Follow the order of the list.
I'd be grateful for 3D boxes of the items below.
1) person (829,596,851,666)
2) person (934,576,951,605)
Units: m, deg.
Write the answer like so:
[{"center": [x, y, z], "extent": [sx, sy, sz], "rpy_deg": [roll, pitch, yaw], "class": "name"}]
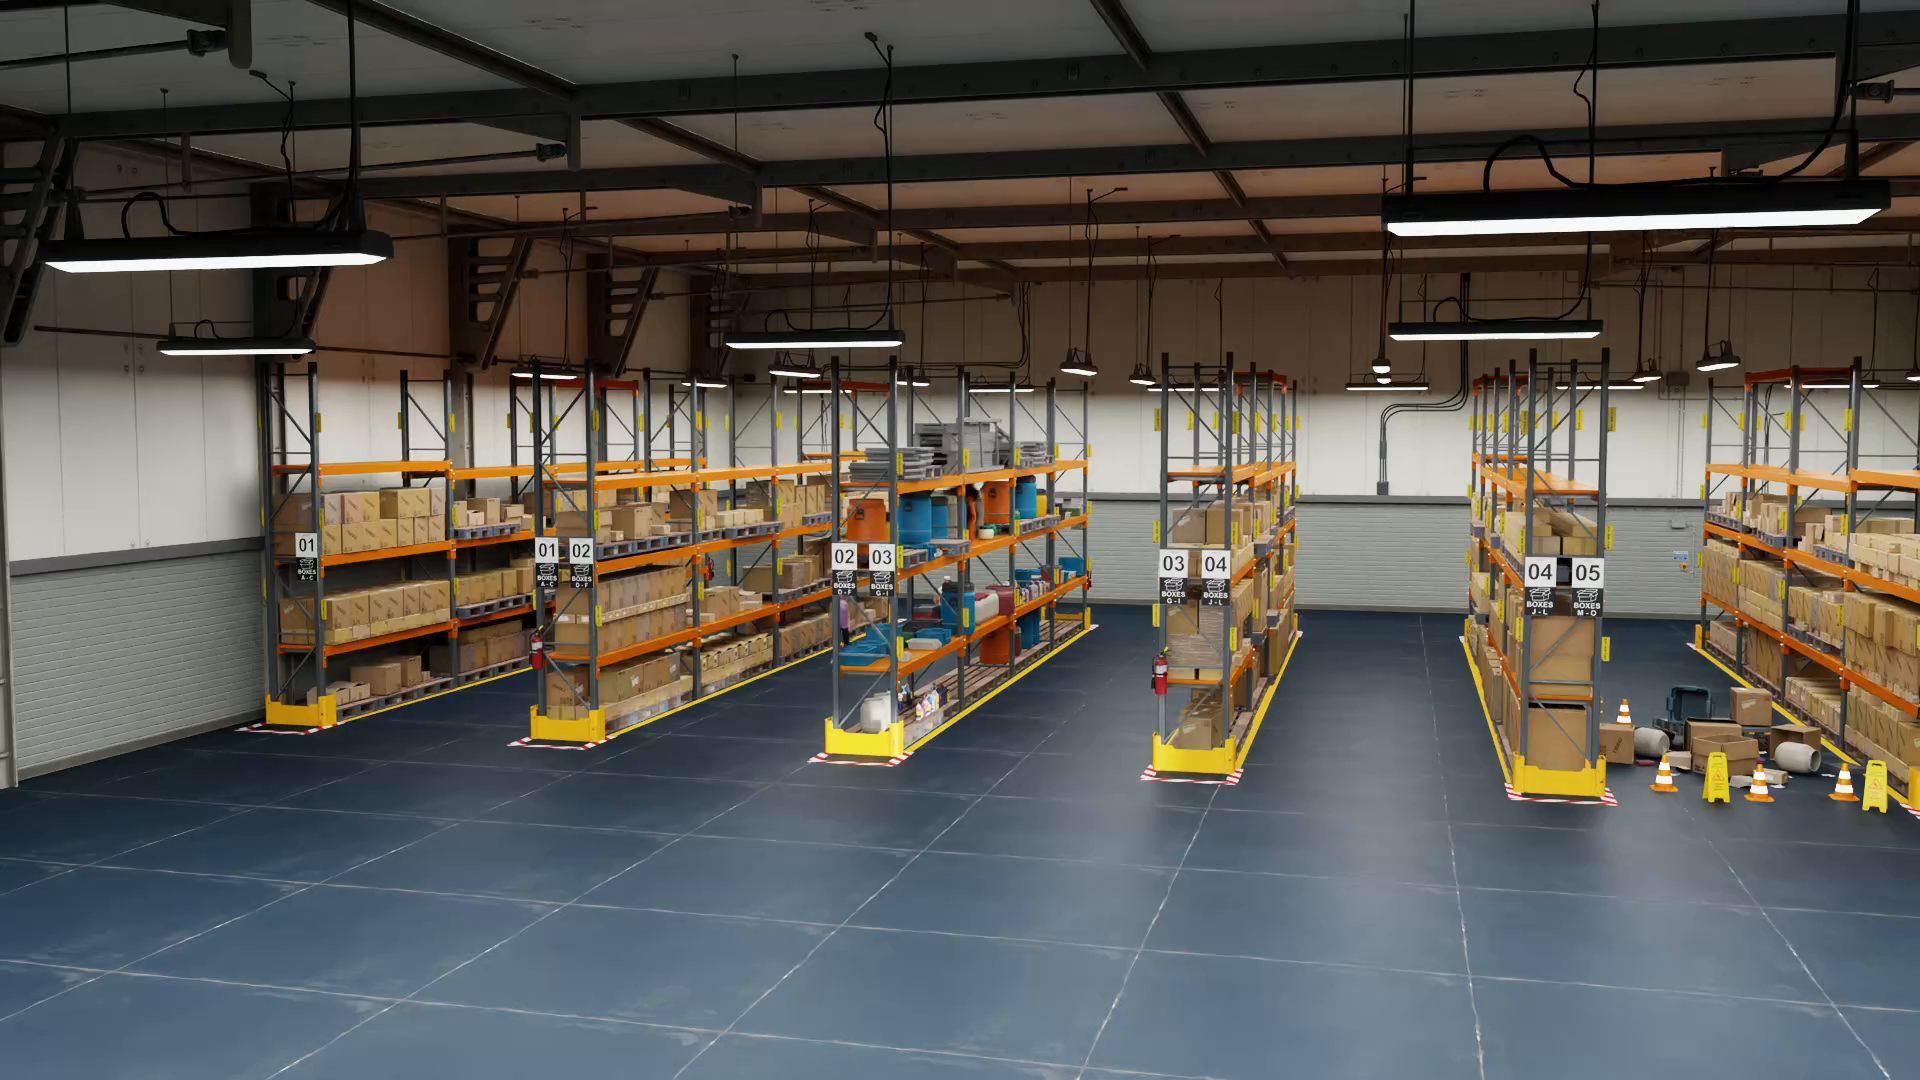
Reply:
[{"center": [-2.460, 1.778, 34.215], "extent": [0.500, 1.541, 0.934], "rpy_deg": [1, 4, 12], "class": "person"}, {"center": [-0.301, 1.598, 36.436], "extent": [0.651, 1.609, 1.028], "rpy_deg": [1, 4, 16], "class": "person"}]
